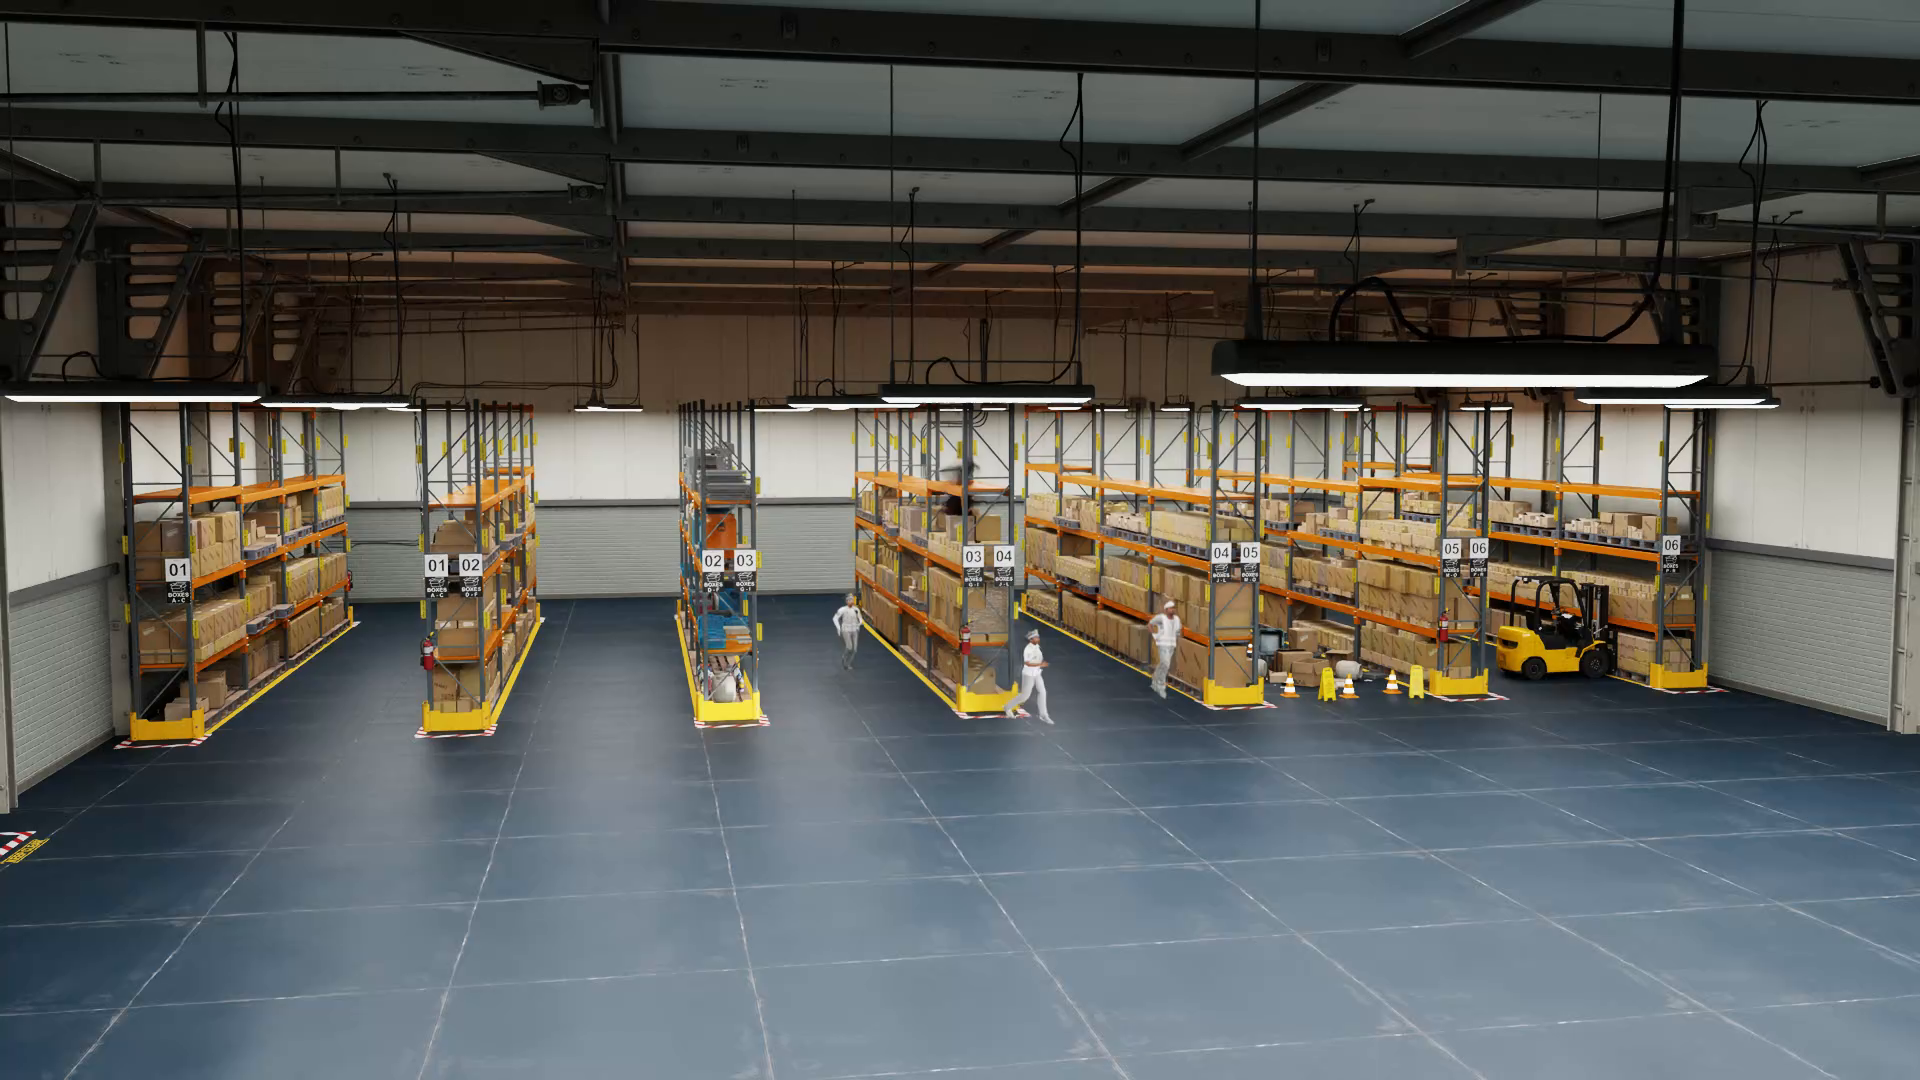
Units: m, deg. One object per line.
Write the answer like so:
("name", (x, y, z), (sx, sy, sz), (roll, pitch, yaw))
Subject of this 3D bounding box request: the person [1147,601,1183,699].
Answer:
("person", (4.059, 2.127, 32.589), (0.673, 1.869, 0.619), (-3, 5, -36))

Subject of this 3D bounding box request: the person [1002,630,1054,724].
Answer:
("person", (1.265, 2.479, 30.348), (0.936, 1.724, 0.589), (2, 5, 27))

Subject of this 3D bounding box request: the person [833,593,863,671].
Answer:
("person", (-2.323, 1.954, 35.263), (0.615, 1.653, 0.518), (-2, 5, -24))

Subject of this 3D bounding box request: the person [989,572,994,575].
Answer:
("person", (0.750, 1.367, 47.679), (0.735, 1.540, 0.527), (1, 4, 10))
